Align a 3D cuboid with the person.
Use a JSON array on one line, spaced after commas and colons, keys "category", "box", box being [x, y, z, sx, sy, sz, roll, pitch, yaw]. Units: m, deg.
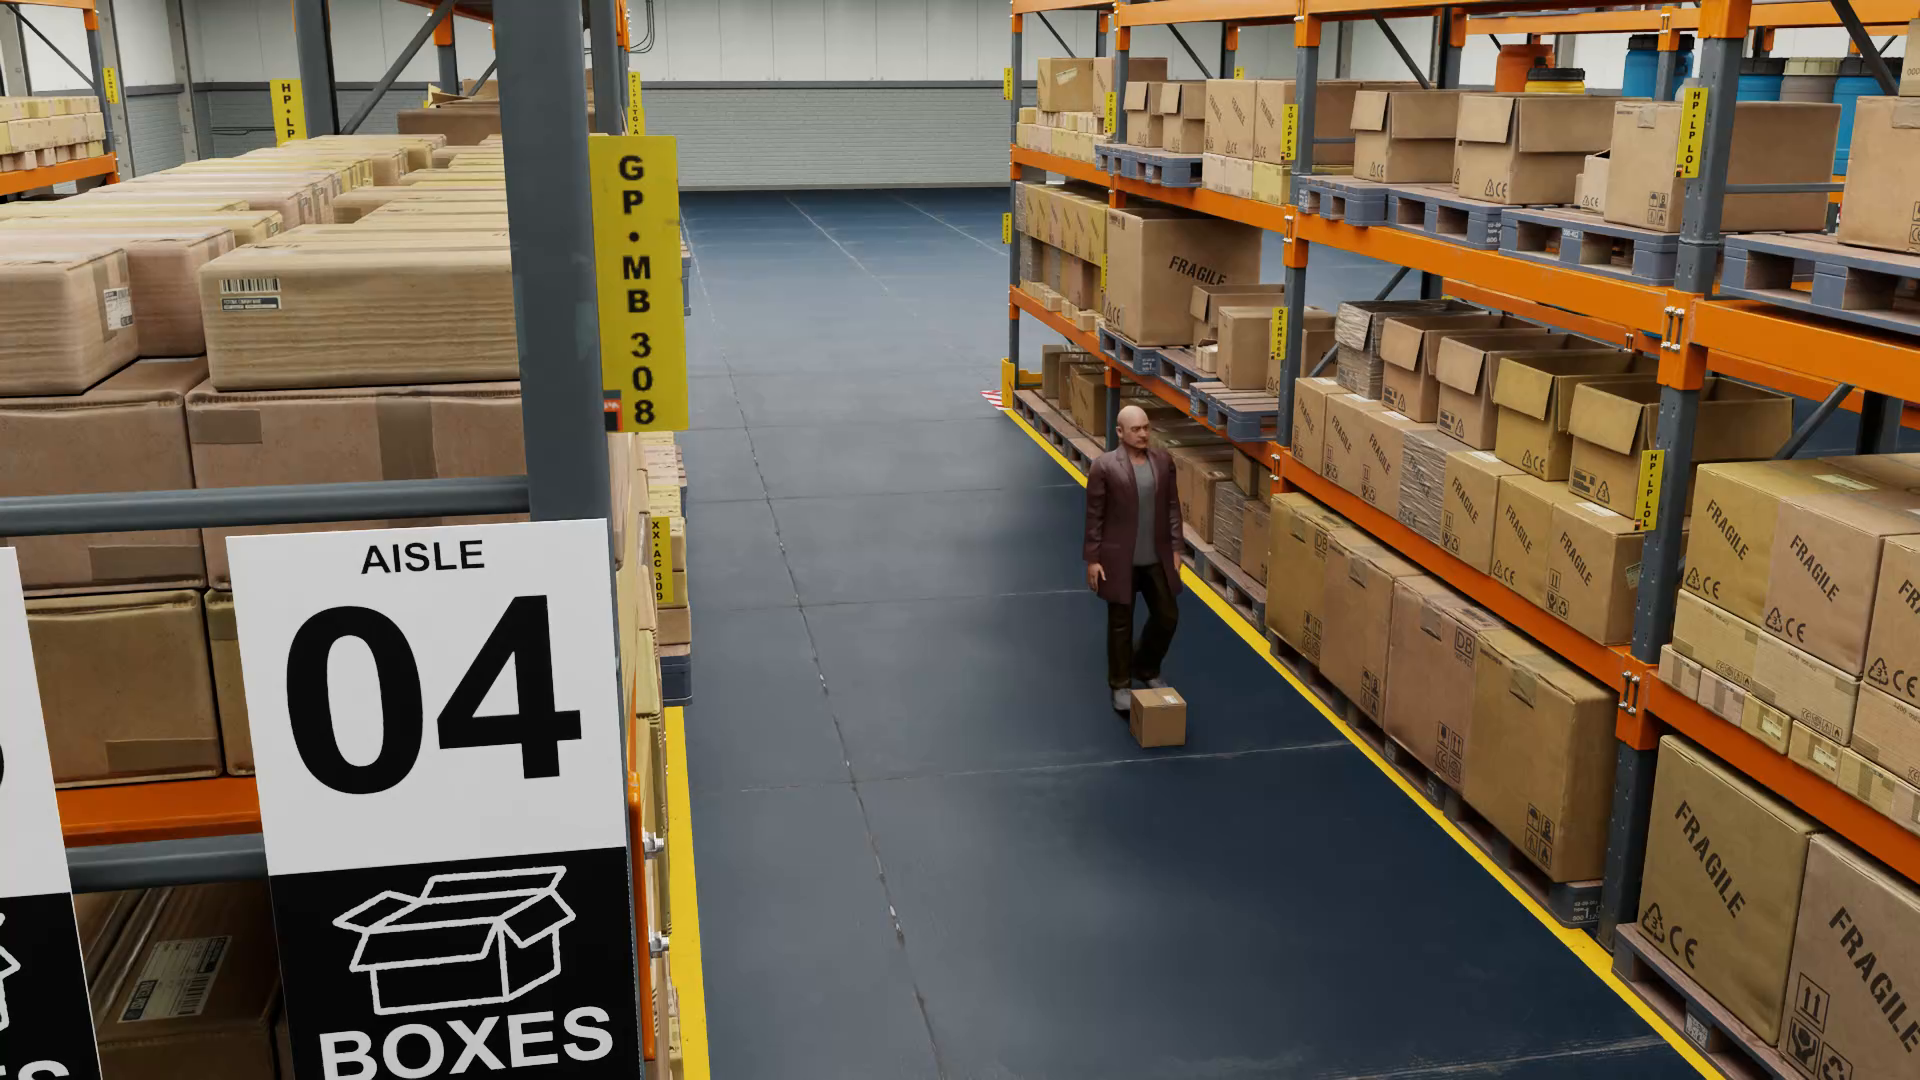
[{"category": "person", "box": [1.004, 0.100, 9.659, 0.616, 1.779, 0.494, -4, 17, -15]}]
